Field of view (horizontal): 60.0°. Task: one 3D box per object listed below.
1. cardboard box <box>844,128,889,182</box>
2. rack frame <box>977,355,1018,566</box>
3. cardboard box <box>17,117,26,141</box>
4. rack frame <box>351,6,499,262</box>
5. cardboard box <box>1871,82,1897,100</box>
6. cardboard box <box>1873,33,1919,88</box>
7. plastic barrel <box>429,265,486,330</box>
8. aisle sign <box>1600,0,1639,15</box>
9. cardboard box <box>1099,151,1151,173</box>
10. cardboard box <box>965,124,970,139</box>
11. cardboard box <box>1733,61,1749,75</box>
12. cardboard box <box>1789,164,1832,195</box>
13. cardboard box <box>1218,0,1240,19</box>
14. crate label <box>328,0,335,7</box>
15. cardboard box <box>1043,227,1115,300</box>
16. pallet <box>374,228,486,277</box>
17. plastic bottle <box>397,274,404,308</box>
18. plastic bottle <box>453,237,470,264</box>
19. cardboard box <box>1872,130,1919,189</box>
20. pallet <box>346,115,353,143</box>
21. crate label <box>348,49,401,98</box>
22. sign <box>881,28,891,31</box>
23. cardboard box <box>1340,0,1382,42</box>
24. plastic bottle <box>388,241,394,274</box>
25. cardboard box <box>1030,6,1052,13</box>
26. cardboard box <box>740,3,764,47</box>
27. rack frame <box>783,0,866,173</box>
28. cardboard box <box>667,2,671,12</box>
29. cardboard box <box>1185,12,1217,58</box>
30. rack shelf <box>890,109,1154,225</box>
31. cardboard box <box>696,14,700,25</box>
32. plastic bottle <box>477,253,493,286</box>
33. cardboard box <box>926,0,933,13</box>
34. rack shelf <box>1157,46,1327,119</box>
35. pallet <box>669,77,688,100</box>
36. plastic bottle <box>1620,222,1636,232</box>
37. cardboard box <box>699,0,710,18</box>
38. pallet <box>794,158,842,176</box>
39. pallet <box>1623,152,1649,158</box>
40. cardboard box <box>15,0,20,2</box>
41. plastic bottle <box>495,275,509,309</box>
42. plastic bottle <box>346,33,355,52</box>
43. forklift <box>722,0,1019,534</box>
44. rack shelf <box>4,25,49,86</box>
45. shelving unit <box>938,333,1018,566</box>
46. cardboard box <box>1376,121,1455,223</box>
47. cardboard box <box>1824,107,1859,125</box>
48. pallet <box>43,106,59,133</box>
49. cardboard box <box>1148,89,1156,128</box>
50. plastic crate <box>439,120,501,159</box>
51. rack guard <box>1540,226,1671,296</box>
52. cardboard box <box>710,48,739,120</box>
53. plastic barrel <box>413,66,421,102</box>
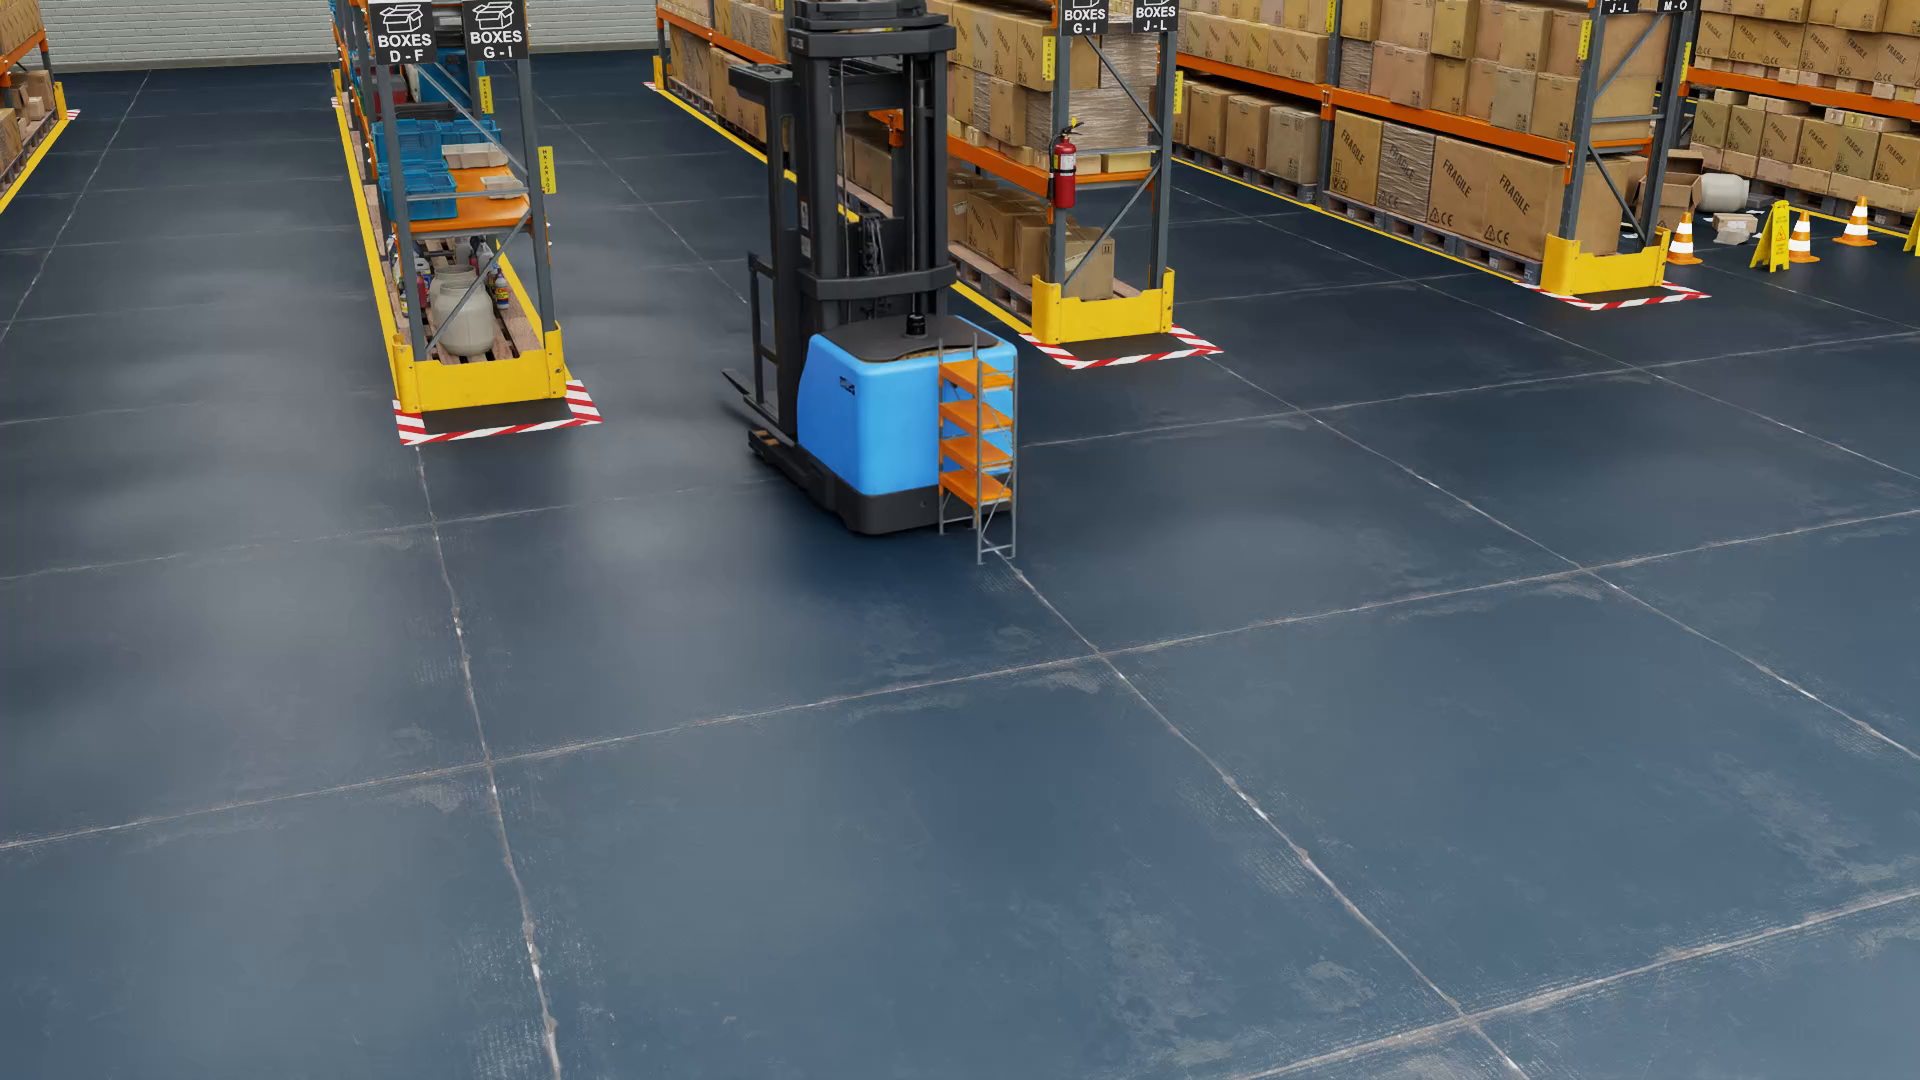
[{"bbox_3d":[-0.948,-4.393,18.962,0.700,0.500,0.500,-6,24,-15],"label":"cardboard box"},{"bbox_3d":[0.205,-0.429,9.223,0.240,1.200,0.015,-11,25,-24],"label":"rack frame"},{"bbox_3d":[-12.246,-5.229,21.189,0.500,0.311,0.500,-8,24,-19],"label":"cardboard box"},{"bbox_3d":[-4.839,-3.854,15.033,1.000,3.000,0.127,-8,24,-19],"label":"rack frame"},{"bbox_3d":[9.764,-4.693,17.346,0.380,0.149,0.250,-8,24,-18],"label":"cardboard box"},{"bbox_3d":[9.857,-4.965,17.157,0.500,0.500,0.500,-8,24,-19],"label":"cardboard box"},{"bbox_3d":[-3.907,-1.859,12.960,0.421,0.512,0.421,0,23,0],"label":"plastic barrel"},{"bbox_3d":[5.628,-4.855,14.060,0.394,0.787,0.004,-8,24,-19],"label":"aisle sign"},{"bbox_3d":[1.330,-3.101,13.569,0.380,0.149,0.250,-8,24,-19],"label":"cardboard box"},{"bbox_3d":[0.263,-3.671,14.921,0.380,0.149,0.250,-8,24,-19],"label":"cardboard box"},{"bbox_3d":[9.137,-5.442,19.124,0.380,0.149,0.250,-8,24,-19],"label":"cardboard box"},{"bbox_3d":[9.576,-4.002,18.383,0.500,0.250,0.500,-9,25,-21],"label":"cardboard box"},{"bbox_3d":[3.570,-6.604,20.140,0.700,0.500,0.500,-9,24,-20],"label":"cardboard box"},{"bbox_3d":[-9.299,-8.030,25.078,0.416,0.233,0.303,-8,24,-19],"label":"crate label"},{"bbox_3d":[1.003,-2.351,14.144,0.500,0.500,0.500,-4,23,-9],"label":"cardboard box"},{"bbox_3d":[-5.152,-2.849,16.239,1.003,0.211,1.213,-8,24,-19],"label":"pallet"},{"bbox_3d":[-4.548,-2.051,13.695,0.152,0.276,0.135,-8,24,-19],"label":"plastic bottle"},{"bbox_3d":[-4.476,-2.622,14.953,0.144,0.351,0.185,-8,24,-19],"label":"plastic bottle"},{"bbox_3d":[9.952,-3.967,17.335,0.500,0.500,0.500,-8,24,-19],"label":"cardboard box"},{"bbox_3d":[-7.961,-5.738,23.092,1.003,0.211,1.213,-8,24,-19],"label":"pallet"},{"bbox_3d":[-6.154,-4.926,17.529,0.502,0.435,0.616,-8,24,-19],"label":"crate label"},{"bbox_3d":[-0.723,-4.990,16.236,0.100,0.325,0.005,-8,24,-19],"label":"sign"},{"bbox_3d":[4.569,-5.606,17.604,0.875,0.550,0.550,-8,24,-19],"label":"cardboard box"},{"bbox_3d":[-4.996,-2.512,14.789,0.152,0.276,0.135,-7,24,-17],"label":"plastic bottle"},{"bbox_3d":[0.921,-4.326,14.352,0.500,0.500,0.500,-8,24,-19],"label":"cardboard box"},{"bbox_3d":[-2.560,-6.734,21.736,0.500,0.500,0.500,-8,24,-18],"label":"cardboard box"},{"bbox_3d":[-1.618,-5.987,20.093,1.000,3.000,0.127,-8,24,-19],"label":"rack frame"},{"bbox_3d":[-4.352,-8.323,25.959,0.380,0.149,0.250,-9,24,-20],"label":"cardboard box"},{"bbox_3d":[3.146,-6.293,20.689,0.500,0.500,0.500,-9,24,-19],"label":"cardboard box"},{"bbox_3d":[0.502,-3.476,15.060,1.077,0.370,4.000,-8,24,-19],"label":"rack shelf"},{"bbox_3d":[-3.627,-7.578,24.190,0.380,0.149,0.250,-9,24,-20],"label":"cardboard box"},{"bbox_3d":[-4.106,-2.361,14.429,0.152,0.276,0.135,-8,24,-18],"label":"plastic bottle"},{"bbox_3d":[-0.106,-4.798,15.472,0.500,0.500,0.500,-8,24,-19],"label":"cardboard box"},{"bbox_3d":[3.764,-5.573,20.036,1.077,0.370,4.000,-8,24,-19],"label":"rack shelf"},{"bbox_3d":[-4.089,-7.329,26.868,1.003,0.211,1.213,-8,24,-19],"label":"pallet"},{"bbox_3d":[6.978,-3.292,17.482,0.133,0.061,0.283,-18,29,-37],"label":"plastic bottle"},{"bbox_3d":[-3.433,-7.633,23.808,0.500,0.250,0.500,-9,24,-20],"label":"cardboard box"},{"bbox_3d":[-1.343,-4.418,19.961,1.003,0.211,1.213,-8,24,-19],"label":"pallet"},{"bbox_3d":[8.790,-4.891,21.083,1.003,0.211,1.213,-8,24,-19],"label":"pallet"},{"bbox_3d":[-12.750,-7.361,21.937,0.500,0.500,0.500,-8,24,-17],"label":"cardboard box"},{"bbox_3d":[-3.775,-2.048,13.693,0.097,0.271,0.097,0,23,0],"label":"plastic bottle"},{"bbox_3d":[-7.531,-6.147,20.632,0.152,0.276,0.135,-8,24,-19],"label":"plastic bottle"},{"bbox_3d":[-0.757,-1.919,10.529,1.130,2.935,3.031,-11,25,-24],"label":"forklift"},{"bbox_3d":[-13.007,-6.478,22.184,1.077,0.370,4.000,-8,24,-19],"label":"rack shelf"},{"bbox_3d":[0.096,-0.514,9.424,0.258,1.200,0.503,-11,25,-24],"label":"shelving unit"},{"bbox_3d":[4.950,-3.827,17.163,0.875,0.875,0.875,-8,24,-19],"label":"cardboard box"},{"bbox_3d":[9.582,-4.578,17.949,0.380,0.149,0.250,-7,24,-17],"label":"cardboard box"},{"bbox_3d":[-13.404,-5.934,23.557,1.003,0.211,1.213,-8,24,-19],"label":"pallet"},{"bbox_3d":[2.581,-5.876,22.507,0.500,0.500,0.500,-8,24,-19],"label":"cardboard box"},{"bbox_3d":[-4.194,-3.421,14.196,0.499,0.251,0.616,-8,24,-19],"label":"plastic crate"},{"bbox_3d":[5.892,-2.564,15.189,1.175,0.500,0.348,-8,24,-19],"label":"rack guard"},{"bbox_3d":[-2.786,-6.425,23.327,1.225,0.875,0.875,-8,24,-19],"label":"cardboard box"},{"bbox_3d":[-4.971,-4.295,15.902,0.433,0.535,0.433,0,23,0],"label":"plastic barrel"}]
